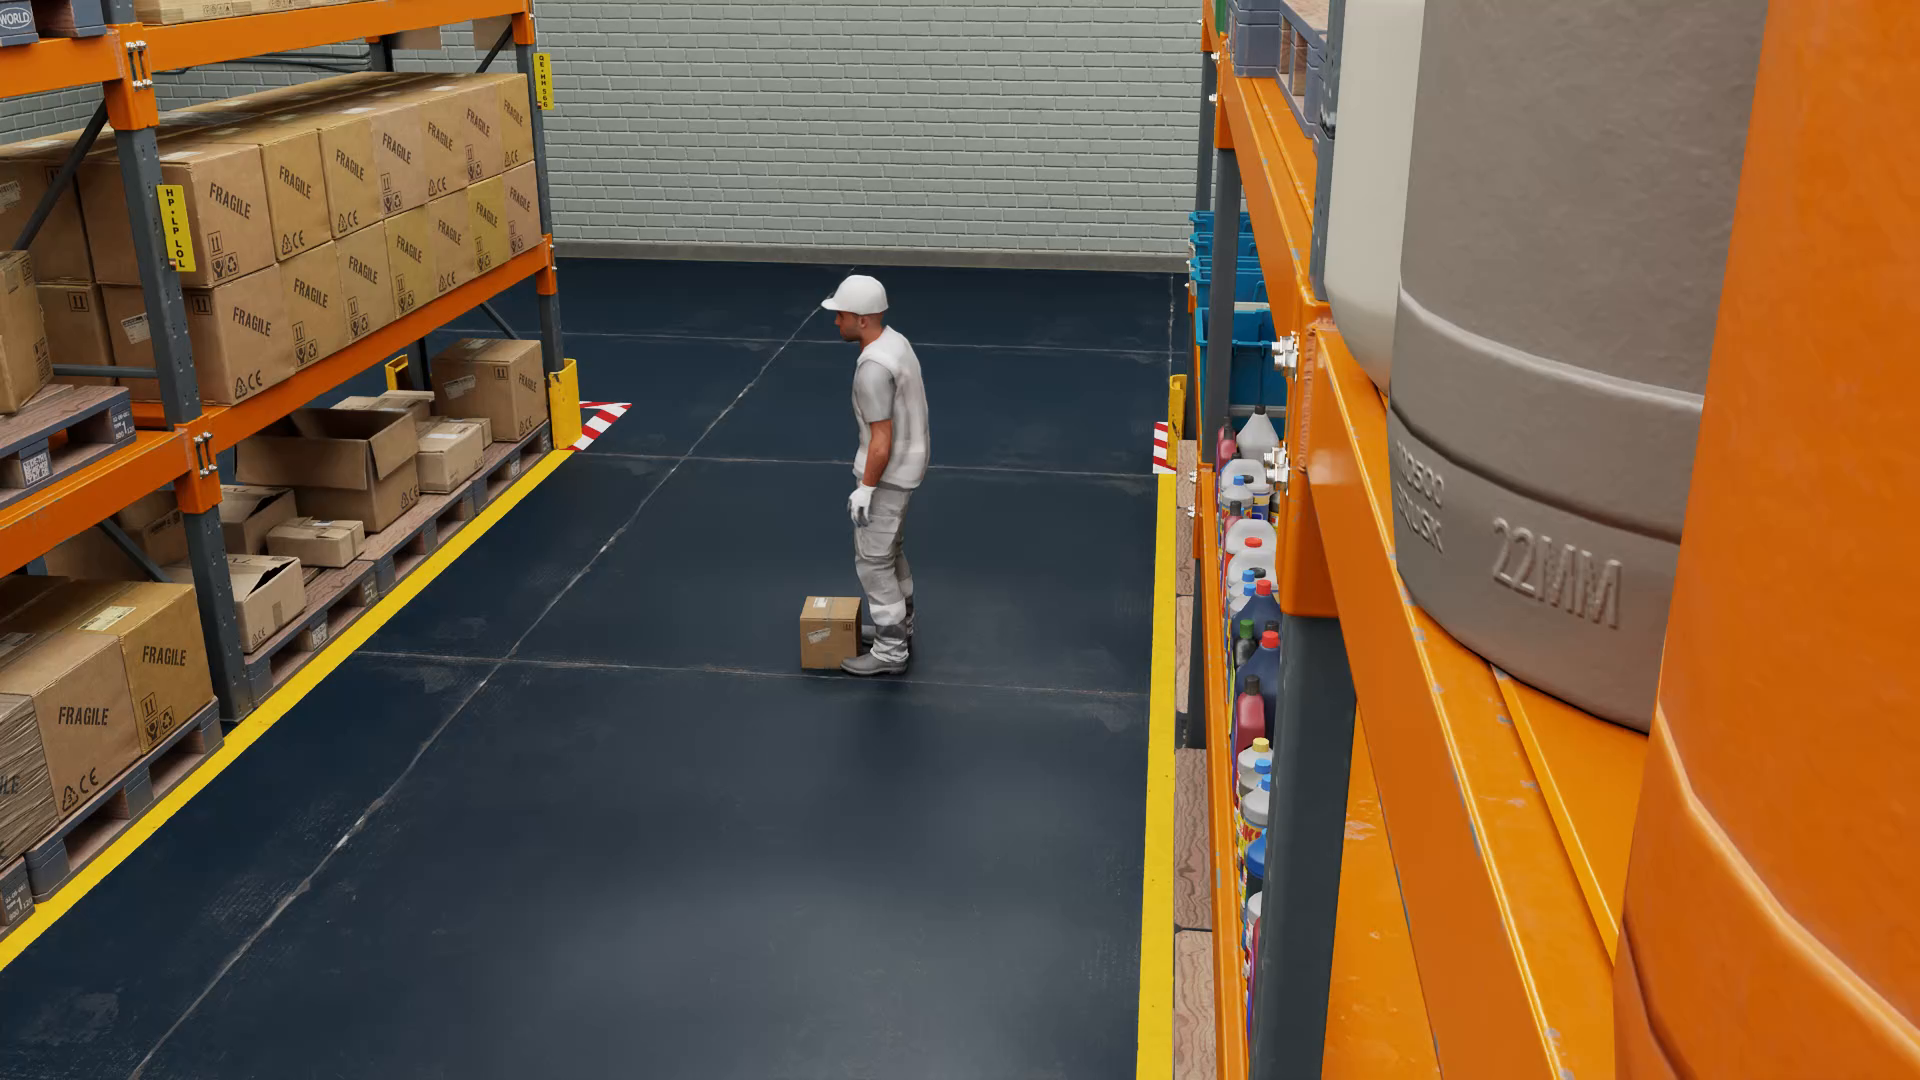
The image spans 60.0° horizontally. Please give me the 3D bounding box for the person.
[{"bbox_3d":[-0.357,-0.282,7.298,0.449,1.779,0.603,3,21,7],"label":"person"}]
